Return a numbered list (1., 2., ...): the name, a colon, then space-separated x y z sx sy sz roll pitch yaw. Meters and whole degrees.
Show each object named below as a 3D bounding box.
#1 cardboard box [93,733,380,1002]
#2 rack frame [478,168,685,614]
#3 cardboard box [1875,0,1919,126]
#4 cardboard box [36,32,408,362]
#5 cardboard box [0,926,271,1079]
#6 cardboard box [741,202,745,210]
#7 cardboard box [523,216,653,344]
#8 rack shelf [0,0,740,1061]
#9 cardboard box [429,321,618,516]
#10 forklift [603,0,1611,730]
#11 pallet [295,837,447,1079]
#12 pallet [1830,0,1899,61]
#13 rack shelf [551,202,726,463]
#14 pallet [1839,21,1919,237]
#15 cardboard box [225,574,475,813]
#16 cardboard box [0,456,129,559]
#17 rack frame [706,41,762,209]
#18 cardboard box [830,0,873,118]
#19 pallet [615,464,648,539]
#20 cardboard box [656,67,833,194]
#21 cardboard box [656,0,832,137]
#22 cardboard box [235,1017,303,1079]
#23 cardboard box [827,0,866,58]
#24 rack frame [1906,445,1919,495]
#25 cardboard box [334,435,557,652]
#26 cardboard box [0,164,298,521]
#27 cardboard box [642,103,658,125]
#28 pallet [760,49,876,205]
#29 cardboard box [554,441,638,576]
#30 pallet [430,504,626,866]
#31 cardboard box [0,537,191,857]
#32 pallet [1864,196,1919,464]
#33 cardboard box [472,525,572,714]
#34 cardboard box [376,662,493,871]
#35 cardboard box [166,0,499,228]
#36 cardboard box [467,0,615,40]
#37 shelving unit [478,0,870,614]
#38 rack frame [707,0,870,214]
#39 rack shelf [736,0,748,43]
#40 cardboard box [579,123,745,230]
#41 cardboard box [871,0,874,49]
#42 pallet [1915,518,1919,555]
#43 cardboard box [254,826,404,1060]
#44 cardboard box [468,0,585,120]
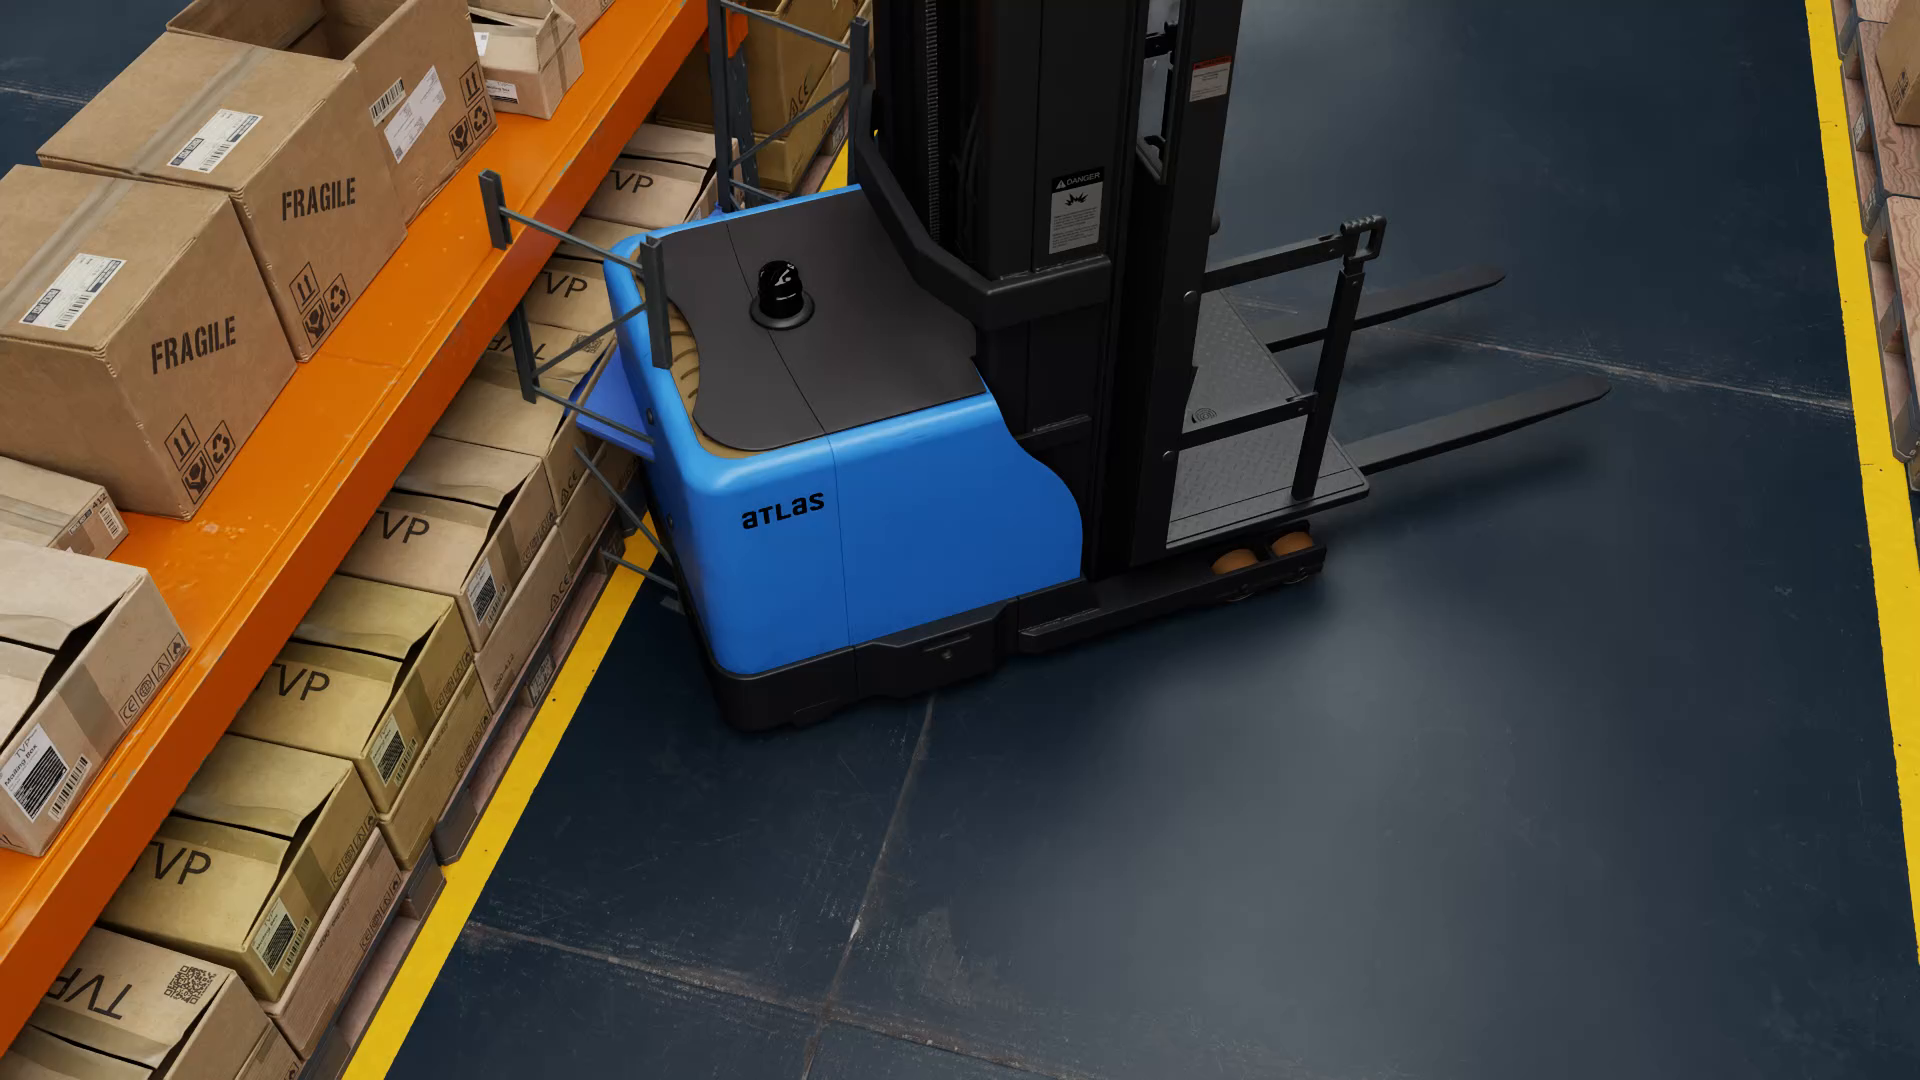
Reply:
1. cardboard box: -1.707 0.710 3.803 0.500 0.311 0.500 10 49 9
2. rack frame: -0.980 -0.328 4.529 0.500 1.500 0.032 24 54 13
3. cardboard box: 3.967 -1.888 6.289 0.700 0.500 0.500 9 49 8
4. cardboard box: -1.694 -0.804 3.892 0.500 0.500 0.500 12 50 10
5. cardboard box: -1.838 1.091 3.466 0.500 0.311 0.500 13 50 11
6. cardboard box: -1.035 -0.939 5.632 0.500 0.250 0.500 11 50 10
7. cardboard box: -1.167 -0.754 5.095 0.500 0.311 0.500 13 50 11
8. rack shelf: -1.732 -0.382 4.066 1.077 0.370 4.000 12 50 10
9. cardboard box: -1.300 -0.394 4.777 0.500 0.311 0.500 11 50 10
10. forklift: 0.581 -1.138 4.299 3.031 2.935 1.130 -16 51 -14
11. pallet: -2.004 1.162 4.084 1.003 0.211 1.213 12 50 10
12. pallet: 4.359 -2.427 7.251 1.003 0.211 1.213 12 50 10
13. rack shelf: -0.765 -0.567 4.963 0.538 0.185 1.000 24 54 13
14. pallet: 4.036 -1.547 6.475 1.003 0.211 1.213 12 50 10
15. cardboard box: -1.571 0.341 4.128 0.500 0.311 0.500 10 49 9
16. cardboard box: -1.977 -0.024 3.438 0.380 0.149 0.250 15 50 13
17. rack frame: -1.206 -2.067 5.073 1.000 3.000 0.127 12 50 10
18. cardboard box: -0.655 -1.932 6.508 0.500 0.250 0.500 12 50 10
19. pallet: -1.362 -0.603 5.642 1.003 0.211 1.213 12 50 10
20. cardboard box: -0.791 -1.571 6.190 0.500 0.250 0.500 12 50 10
21. cardboard box: -0.782 -1.817 5.907 0.500 0.500 0.500 12 50 10
22. cardboard box: -1.838 1.277 3.676 0.500 0.250 0.500 11 50 10
23. cardboard box: -0.658 -2.181 6.228 0.500 0.500 0.500 12 50 10
24. rack frame: 3.574 -1.092 4.213 1.000 3.000 0.127 12 50 10
25. cardboard box: -1.436 -0.031 4.456 0.500 0.311 0.500 11 49 10
26. cardboard box: -1.833 -0.423 3.556 0.500 0.500 0.500 9 49 8
27. cardboard box: -1.295 -1.674 6.281 0.500 0.250 0.500 12 50 10
28. pallet: -0.956 -1.711 6.619 1.003 0.211 1.213 12 50 10
29. cardboard box: -1.305 -0.203 4.982 0.500 0.250 0.500 13 50 11
30. pallet: -1.681 0.282 4.860 1.003 0.211 1.213 12 50 10
31. cardboard box: -1.836 0.247 3.090 0.500 0.311 0.500 11 49 10
32. pallet: 3.717 -0.662 5.693 1.003 0.211 1.213 12 50 10
33. cardboard box: -1.440 0.165 4.658 0.500 0.250 0.500 12 50 11
34. cardboard box: -1.575 0.536 4.330 0.500 0.250 0.500 10 49 9
35. cardboard box: -1.562 -1.166 4.212 0.500 0.500 0.500 15 50 13
36. cardboard box: -1.293 -1.652 4.808 0.500 0.250 0.500 14 50 12
37. shelving unit: -0.752 -0.677 4.821 0.538 1.500 1.048 24 54 13
38. rack frame: -0.525 -1.026 5.113 0.500 1.500 0.032 24 54 13
39. rack shelf: -0.680 -3.275 6.620 1.077 0.370 4.000 12 50 10
40. cardboard box: -1.036 -1.132 5.428 0.500 0.311 0.500 12 50 10
41. cardboard box: -0.518 -2.293 6.827 0.500 0.250 0.500 12 50 10
42. pallet: 3.371 0.394 4.761 1.003 0.211 1.213 12 50 10
43. cardboard box: -1.706 0.913 3.997 0.500 0.250 0.500 10 49 9
44. cardboard box: -1.260 -1.350 4.530 0.396 0.266 0.258 10 49 9
